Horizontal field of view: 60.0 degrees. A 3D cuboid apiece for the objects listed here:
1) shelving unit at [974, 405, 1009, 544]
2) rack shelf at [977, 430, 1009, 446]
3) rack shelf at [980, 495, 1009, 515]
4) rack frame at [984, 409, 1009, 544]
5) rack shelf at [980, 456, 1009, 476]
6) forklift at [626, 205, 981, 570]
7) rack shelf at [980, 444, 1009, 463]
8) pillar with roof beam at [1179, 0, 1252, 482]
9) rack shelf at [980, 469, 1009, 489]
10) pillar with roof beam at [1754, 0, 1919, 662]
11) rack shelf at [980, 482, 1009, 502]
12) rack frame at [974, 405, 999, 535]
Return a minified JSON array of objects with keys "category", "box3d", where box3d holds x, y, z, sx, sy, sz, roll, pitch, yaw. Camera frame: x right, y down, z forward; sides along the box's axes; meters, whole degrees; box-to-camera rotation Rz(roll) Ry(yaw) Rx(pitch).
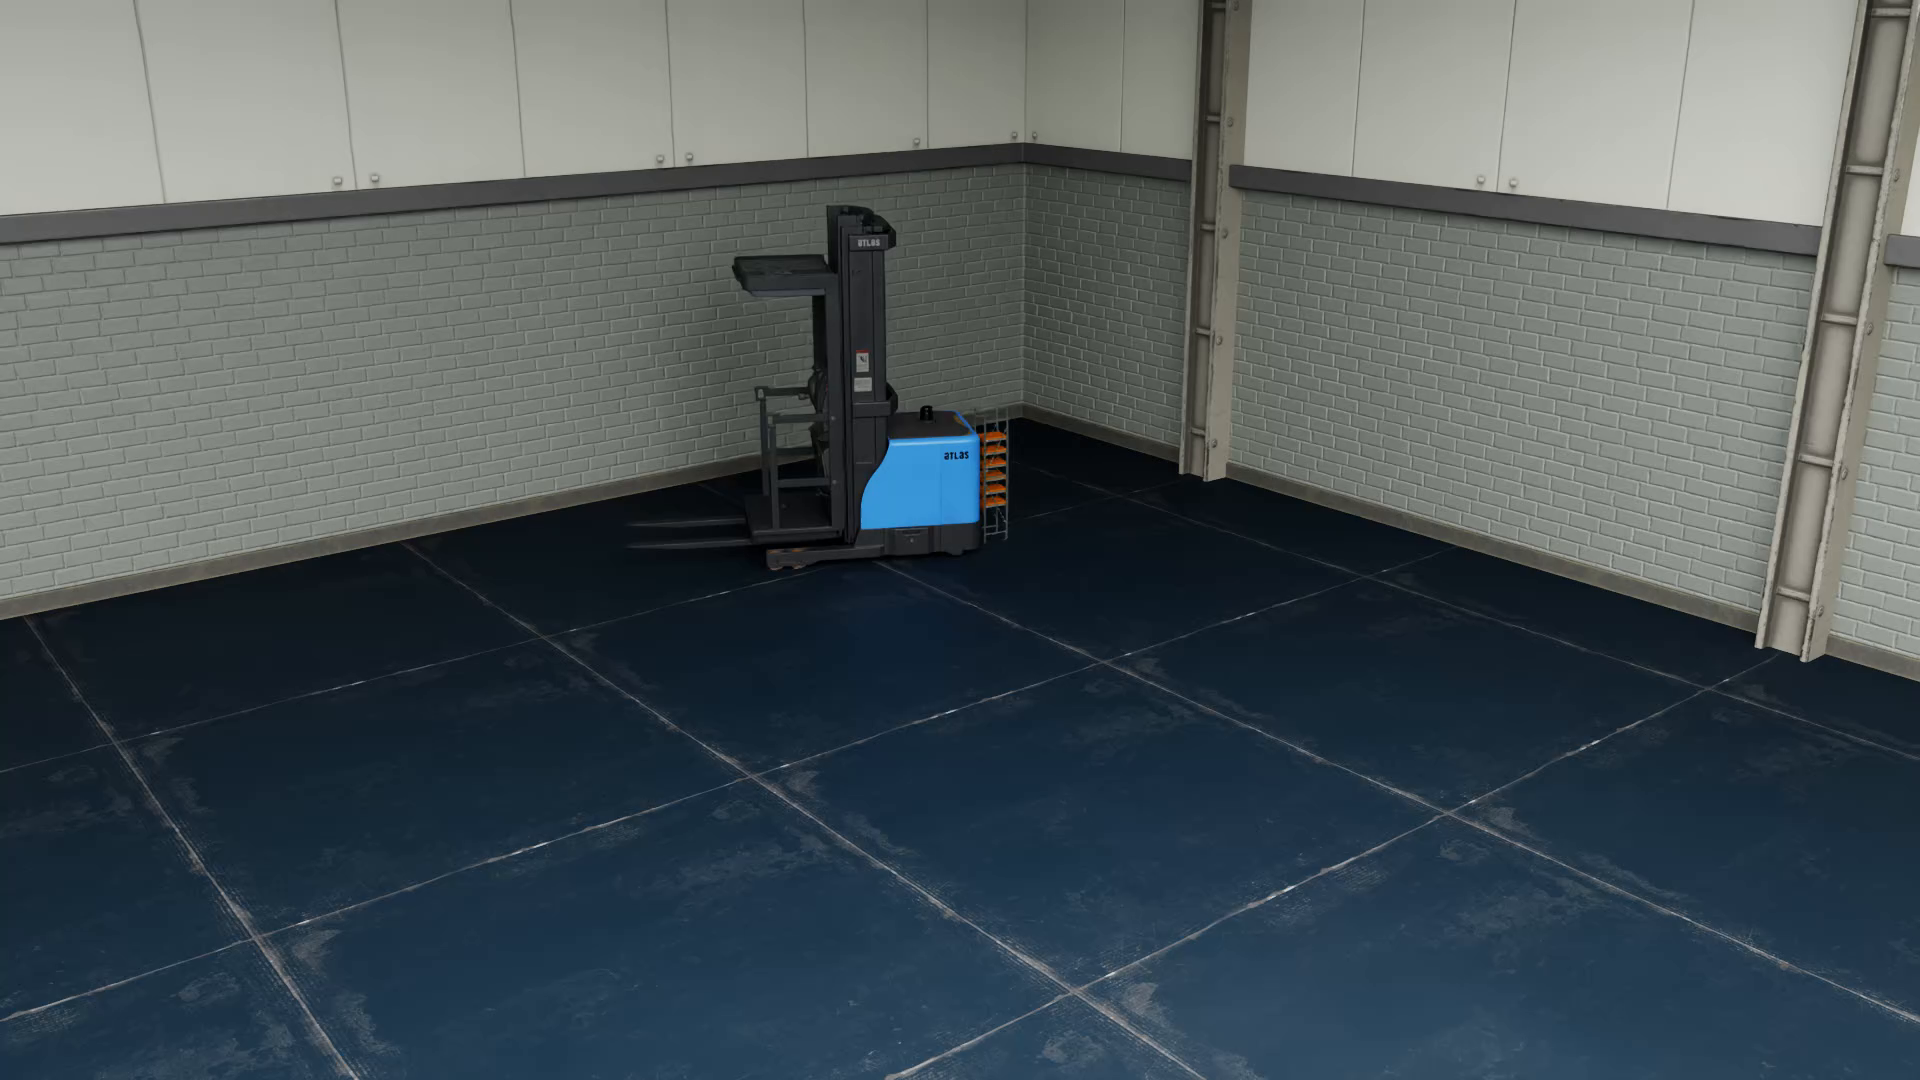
[{"category":"shelving unit","box3d":[0.276,-0.580,14.706,0.258,1.200,0.189,-9,20,-25]},{"category":"rack shelf","box3d":[0.276,-0.880,14.607,0.258,0.103,0.180,-9,20,-25]},{"category":"rack shelf","box3d":[0.276,-0.310,14.796,0.258,0.103,0.180,-9,20,-25]},{"category":"rack frame","box3d":[0.317,-0.555,14.629,0.240,1.200,0.006,-9,20,-25]},{"category":"rack shelf","box3d":[0.276,-0.652,14.683,0.258,0.103,0.180,-9,20,-25]},{"category":"forklift","box3d":[-1.385,-1.316,14.174,3.031,2.935,1.130,-4,19,-11]},{"category":"rack shelf","box3d":[0.276,-0.766,14.645,0.258,0.103,0.180,-9,20,-25]},{"category":"pillar with roof beam","box3d":[-0.912,-4.093,12.907,9.100,9.000,0.400,-14,23,-36]},{"category":"rack shelf","box3d":[0.276,-0.538,14.720,0.258,0.103,0.180,-9,20,-25]},{"category":"pillar with roof beam","box3d":[2.814,-2.614,8.443,9.100,9.000,0.400,-14,23,-36]},{"category":"rack shelf","box3d":[0.276,-0.424,14.758,0.258,0.103,0.180,-9,20,-25]},{"category":"rack frame","box3d":[0.234,-0.606,14.784,0.240,1.200,0.006,-9,20,-25]}]
